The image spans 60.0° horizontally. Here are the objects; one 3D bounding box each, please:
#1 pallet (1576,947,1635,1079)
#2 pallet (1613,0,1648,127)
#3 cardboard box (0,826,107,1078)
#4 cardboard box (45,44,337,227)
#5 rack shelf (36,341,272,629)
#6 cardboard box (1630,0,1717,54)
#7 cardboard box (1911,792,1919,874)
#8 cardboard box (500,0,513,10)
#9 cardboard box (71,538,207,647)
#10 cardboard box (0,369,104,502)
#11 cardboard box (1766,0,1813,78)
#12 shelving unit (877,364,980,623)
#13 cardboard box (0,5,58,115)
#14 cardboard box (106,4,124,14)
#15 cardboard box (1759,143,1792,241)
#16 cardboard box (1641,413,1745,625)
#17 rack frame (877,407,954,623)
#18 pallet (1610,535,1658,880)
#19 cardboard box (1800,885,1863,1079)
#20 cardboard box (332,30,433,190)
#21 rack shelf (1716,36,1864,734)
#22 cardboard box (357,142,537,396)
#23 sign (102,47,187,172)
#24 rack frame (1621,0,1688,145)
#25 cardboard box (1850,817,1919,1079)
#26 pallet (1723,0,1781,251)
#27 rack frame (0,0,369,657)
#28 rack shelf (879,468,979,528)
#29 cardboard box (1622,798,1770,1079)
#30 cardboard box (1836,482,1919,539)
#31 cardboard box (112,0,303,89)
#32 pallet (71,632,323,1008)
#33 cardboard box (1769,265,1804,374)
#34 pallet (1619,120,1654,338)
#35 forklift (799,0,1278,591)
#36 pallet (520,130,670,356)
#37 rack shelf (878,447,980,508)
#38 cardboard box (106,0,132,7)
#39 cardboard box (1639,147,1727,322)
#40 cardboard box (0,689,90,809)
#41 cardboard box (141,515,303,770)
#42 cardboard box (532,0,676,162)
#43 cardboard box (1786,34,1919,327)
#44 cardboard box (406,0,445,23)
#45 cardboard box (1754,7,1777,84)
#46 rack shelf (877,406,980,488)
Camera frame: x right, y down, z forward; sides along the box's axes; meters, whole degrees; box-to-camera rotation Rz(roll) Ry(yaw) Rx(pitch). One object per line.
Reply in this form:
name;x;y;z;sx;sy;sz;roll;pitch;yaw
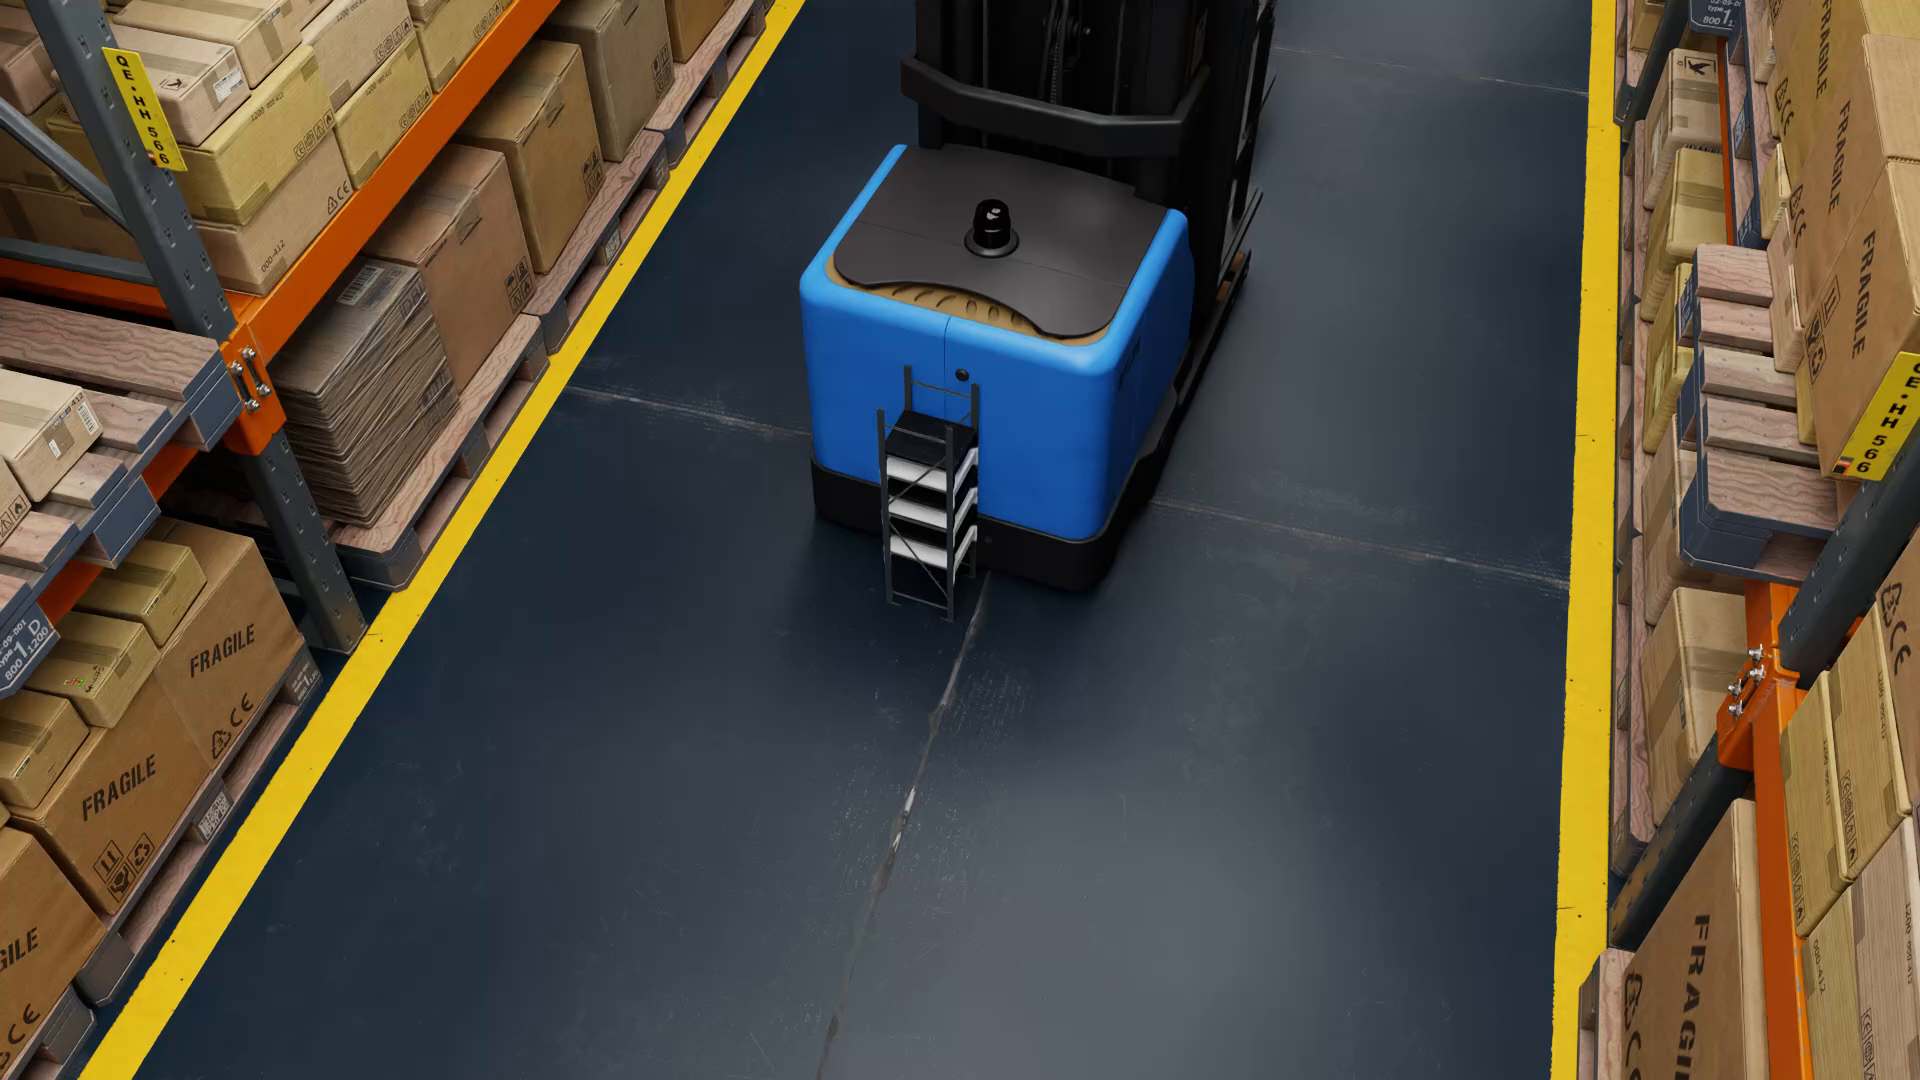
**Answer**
pallet;2.060;1.700;4.109;1.003;0.211;1.213;12;50;10
pallet;3.535;-2.242;7.588;1.003;0.211;1.213;12;50;10
cardboard box;-2.631;1.020;4.236;0.500;0.500;0.500;14;50;12
cardboard box;-2.073;-1.139;4.521;0.500;0.250;0.500;12;50;10
rack shelf;-2.976;0.929;3.409;1.077;0.370;4.000;12;50;10
cardboard box;3.289;-2.381;7.405;0.500;0.250;0.500;14;50;12
cardboard box;1.853;0.527;2.551;0.500;0.500;0.500;12;50;10
cardboard box;-1.693;-2.090;5.694;0.500;0.250;0.500;13;50;11
cardboard box;-2.335;0.126;4.593;0.380;0.149;0.250;9;49;8
cardboard box;-2.252;-0.260;3.866;0.380;0.149;0.250;12;50;11
cardboard box;2.593;-1.569;4.589;0.500;0.500;0.500;10;49;8
shelving unit;-0.095;-0.128;5.263;0.258;0.900;0.210;17;51;14
cardboard box;-2.559;-1.278;4.378;0.380;0.149;0.250;13;50;11
cardboard box;-2.467;-1.621;4.947;0.500;0.250;0.500;12;50;10
cardboard box;2.356;-0.899;4.431;0.380;0.149;0.250;12;50;11
cardboard box;2.685;0.010;5.213;0.950;0.372;0.625;11;49;9
rack frame;-0.133;-0.057;5.201;0.240;0.900;0.006;17;51;14
pallet;2.547;0.579;5.098;1.003;0.211;1.213;12;50;10
cardboard box;1.850;0.950;3.011;0.500;0.250;0.500;10;49;9
cardboard box;-1.960;-1.341;5.033;0.500;0.250;0.500;11;49;9
rack shelf;2.866;-0.987;5.100;1.077;0.370;4.000;12;50;10
cardboard box;-2.108;-1.031;5.963;0.875;0.625;0.625;13;50;11
sign;-1.924;-1.012;3.923;0.100;0.325;0.005;12;50;10
rack frame;3.393;-2.672;6.107;1.000;3.000;0.127;12;50;10
cardboard box;1.831;0.797;2.812;0.500;0.250;0.500;13;50;11
pallet;2.821;-1.155;4.897;1.003;0.211;1.213;12;50;10
rack frame;-2.450;-0.755;4.416;1.000;3.000;0.127;12;50;10
rack shelf;-0.095;-0.166;5.221;0.258;0.077;0.200;17;51;14
cardboard box;2.078;1.269;3.766;0.875;0.875;0.875;11;50;10
cardboard box;2.199;-0.118;3.741;0.380;0.149;0.250;13;50;11
cardboard box;-2.013;-1.369;4.458;0.380;0.149;0.250;13;50;11
pallet;-2.683;0.700;4.991;1.003;0.211;1.213;12;50;10
cardboard box;2.223;-0.517;4.093;0.380;0.149;0.250;11;50;10
pallet;3.189;-1.186;6.656;1.003;0.211;1.213;12;50;10
forklift;0.509;-1.930;5.499;1.130;2.935;3.031;17;51;14
pallet;-1.872;-1.300;6.756;1.003;0.211;1.213;12;50;10
rack shelf;-0.095;-0.225;5.153;0.258;0.077;0.200;17;51;14
cardboard box;-2.471;-1.665;4.719;0.380;0.149;0.250;12;50;10
cardboard box;3.071;-1.041;6.140;0.950;0.372;0.625;14;50;12
cardboard box;-2.489;0.511;4.253;0.380;0.149;0.250;10;49;9
cardboard box;-2.354;0.281;4.888;0.500;0.500;0.500;13;50;11
cardboard box;-1.735;-2.062;6.873;0.875;0.625;0.625;11;50;10
cardboard box;2.317;-0.809;3.918;0.500;0.500;0.500;11;49;9
cardboard box;-1.809;-1.881;5.176;0.500;0.250;0.500;10;49;9
cardboard box;2.573;-1.453;4.919;0.380;0.149;0.250;13;50;11
rack shelf;-0.095;-0.285;5.086;0.258;0.077;0.200;17;51;14
